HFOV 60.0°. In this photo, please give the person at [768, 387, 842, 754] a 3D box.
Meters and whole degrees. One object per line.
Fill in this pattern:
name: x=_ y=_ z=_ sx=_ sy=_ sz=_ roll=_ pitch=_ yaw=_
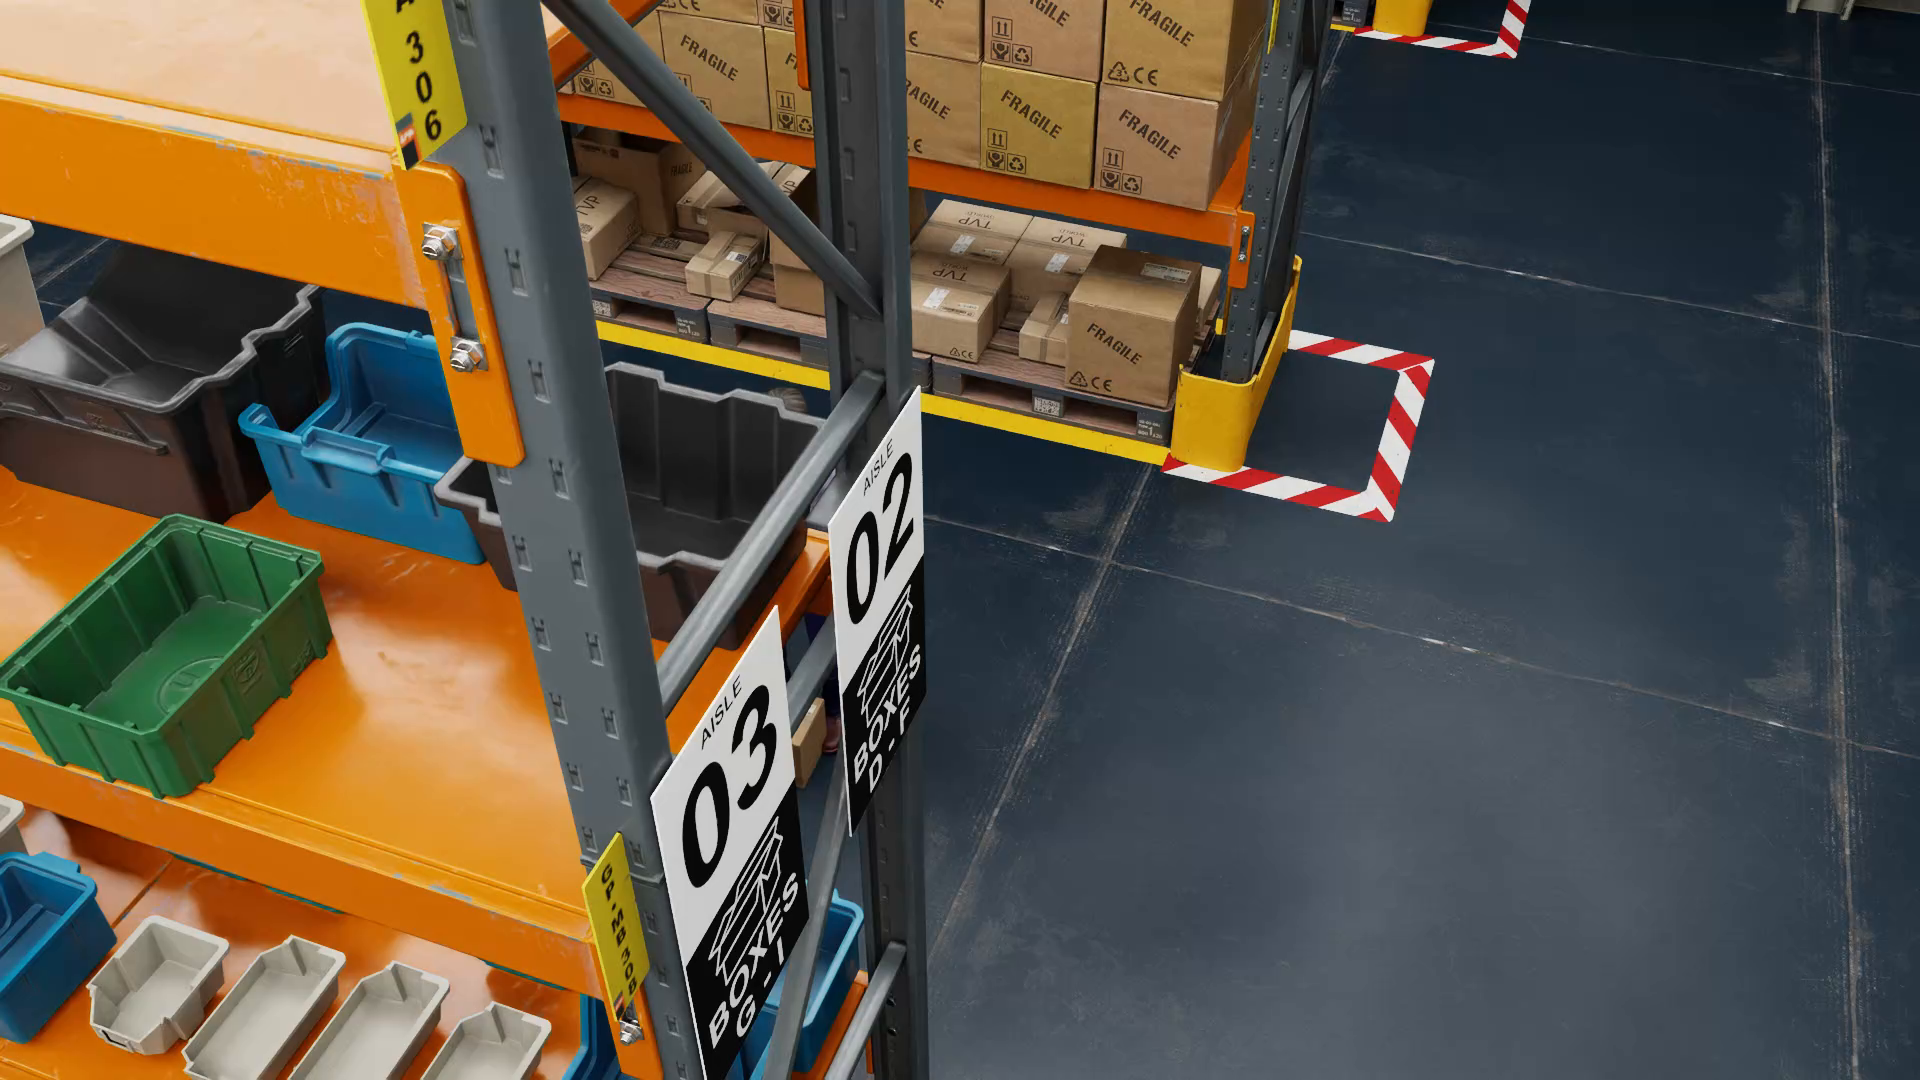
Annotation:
person: x=-0.603 y=0.086 z=6.079 sx=0.564 sy=1.638 sz=0.364 roll=12 pitch=43 yaw=13
